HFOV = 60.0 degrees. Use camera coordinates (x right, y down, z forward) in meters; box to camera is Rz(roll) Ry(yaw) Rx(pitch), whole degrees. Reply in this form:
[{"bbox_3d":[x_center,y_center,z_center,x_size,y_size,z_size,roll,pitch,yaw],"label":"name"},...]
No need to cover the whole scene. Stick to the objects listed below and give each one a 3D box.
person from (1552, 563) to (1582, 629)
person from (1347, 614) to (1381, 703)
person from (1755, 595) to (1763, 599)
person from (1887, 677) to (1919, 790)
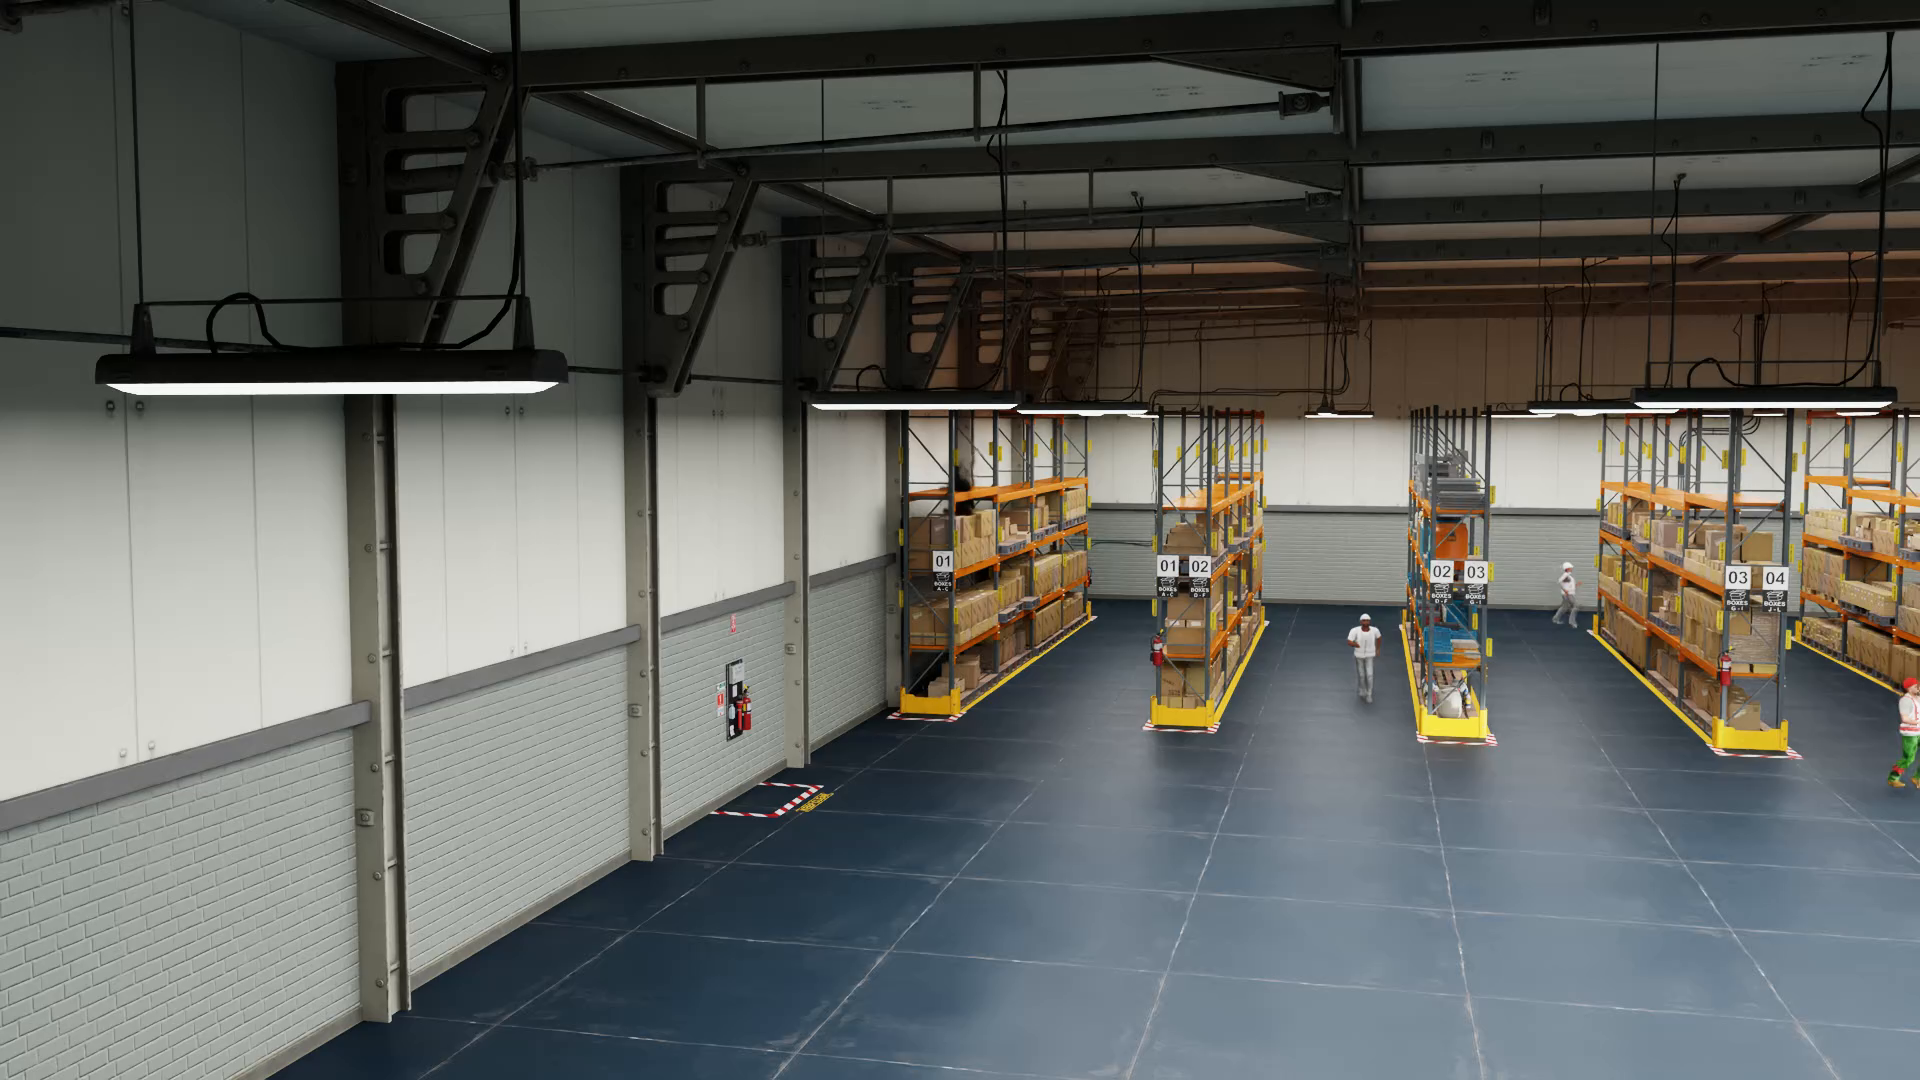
[{"bbox_3d":[16.823,1.540,46.031,0.766,1.834,0.625,1,4,17],"label":"person"},{"bbox_3d":[8.262,2.413,34.016,0.676,1.824,0.769,1,4,14],"label":"person"},{"bbox_3d":[20.245,1.931,41.974,0.499,1.627,0.729,1,4,20],"label":"person"},{"bbox_3d":[14.747,3.006,25.688,0.671,1.785,0.715,-3,5,-33],"label":"person"}]
